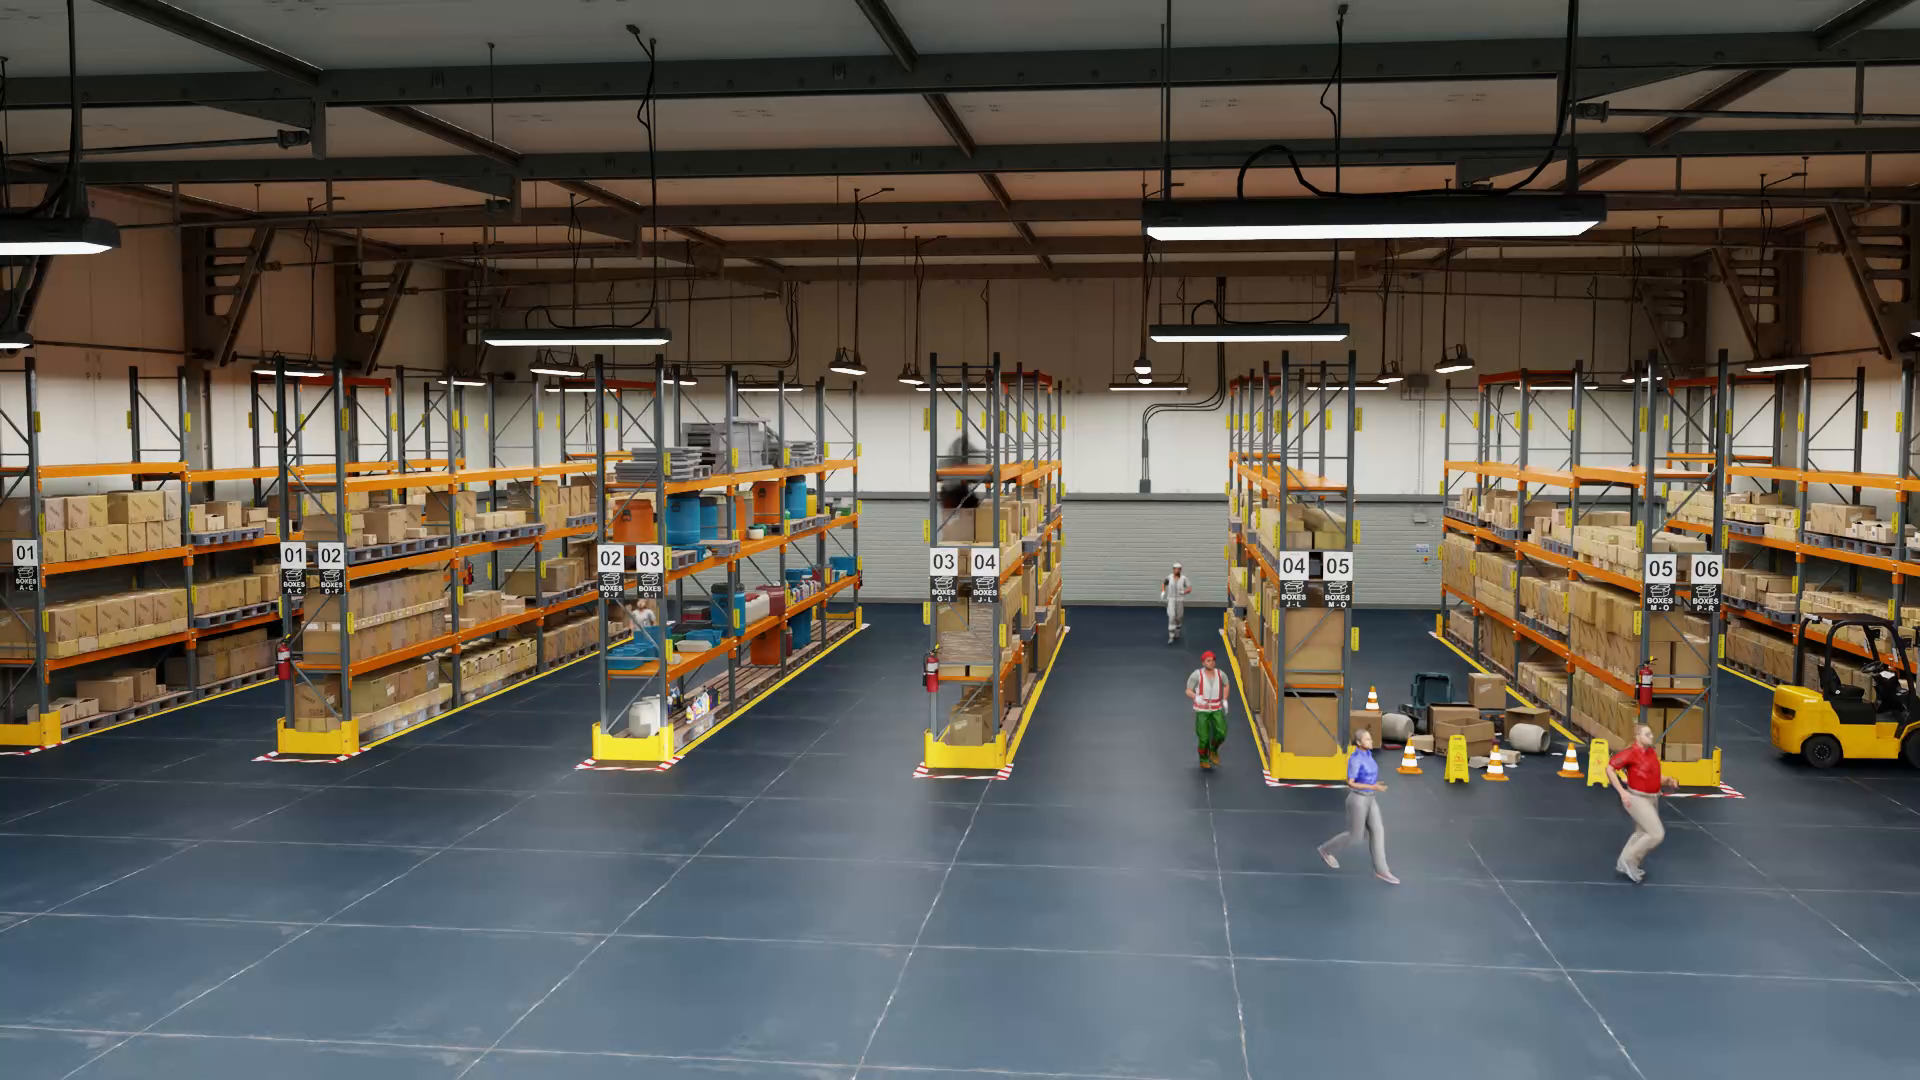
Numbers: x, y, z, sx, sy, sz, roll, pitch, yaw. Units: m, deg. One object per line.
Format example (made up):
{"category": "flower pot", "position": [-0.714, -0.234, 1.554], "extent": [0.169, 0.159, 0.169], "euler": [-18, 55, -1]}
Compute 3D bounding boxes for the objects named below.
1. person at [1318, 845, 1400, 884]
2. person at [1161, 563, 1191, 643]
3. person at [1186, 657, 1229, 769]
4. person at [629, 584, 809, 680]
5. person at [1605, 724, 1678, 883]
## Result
{"category": "person", "position": [4.368, 3.545, 18.209], "extent": [0.920, 0.329, 0.209], "euler": [3, 5, 39]}
{"category": "person", "position": [4.915, 1.413, 37.874], "extent": [0.683, 1.788, 0.926], "euler": [0, 4, 7]}
{"category": "person", "position": [3.571, 2.506, 23.838], "extent": [0.674, 1.606, 0.602], "euler": [0, 4, -6]}
{"category": "person", "position": [-4.819, 1.832, 33.725], "extent": [3.232, 1.563, 3.361], "euler": [0, 4, 0]}
{"category": "person", "position": [7.462, 2.871, 18.090], "extent": [0.646, 1.719, 0.670], "euler": [-3, 5, -40]}
